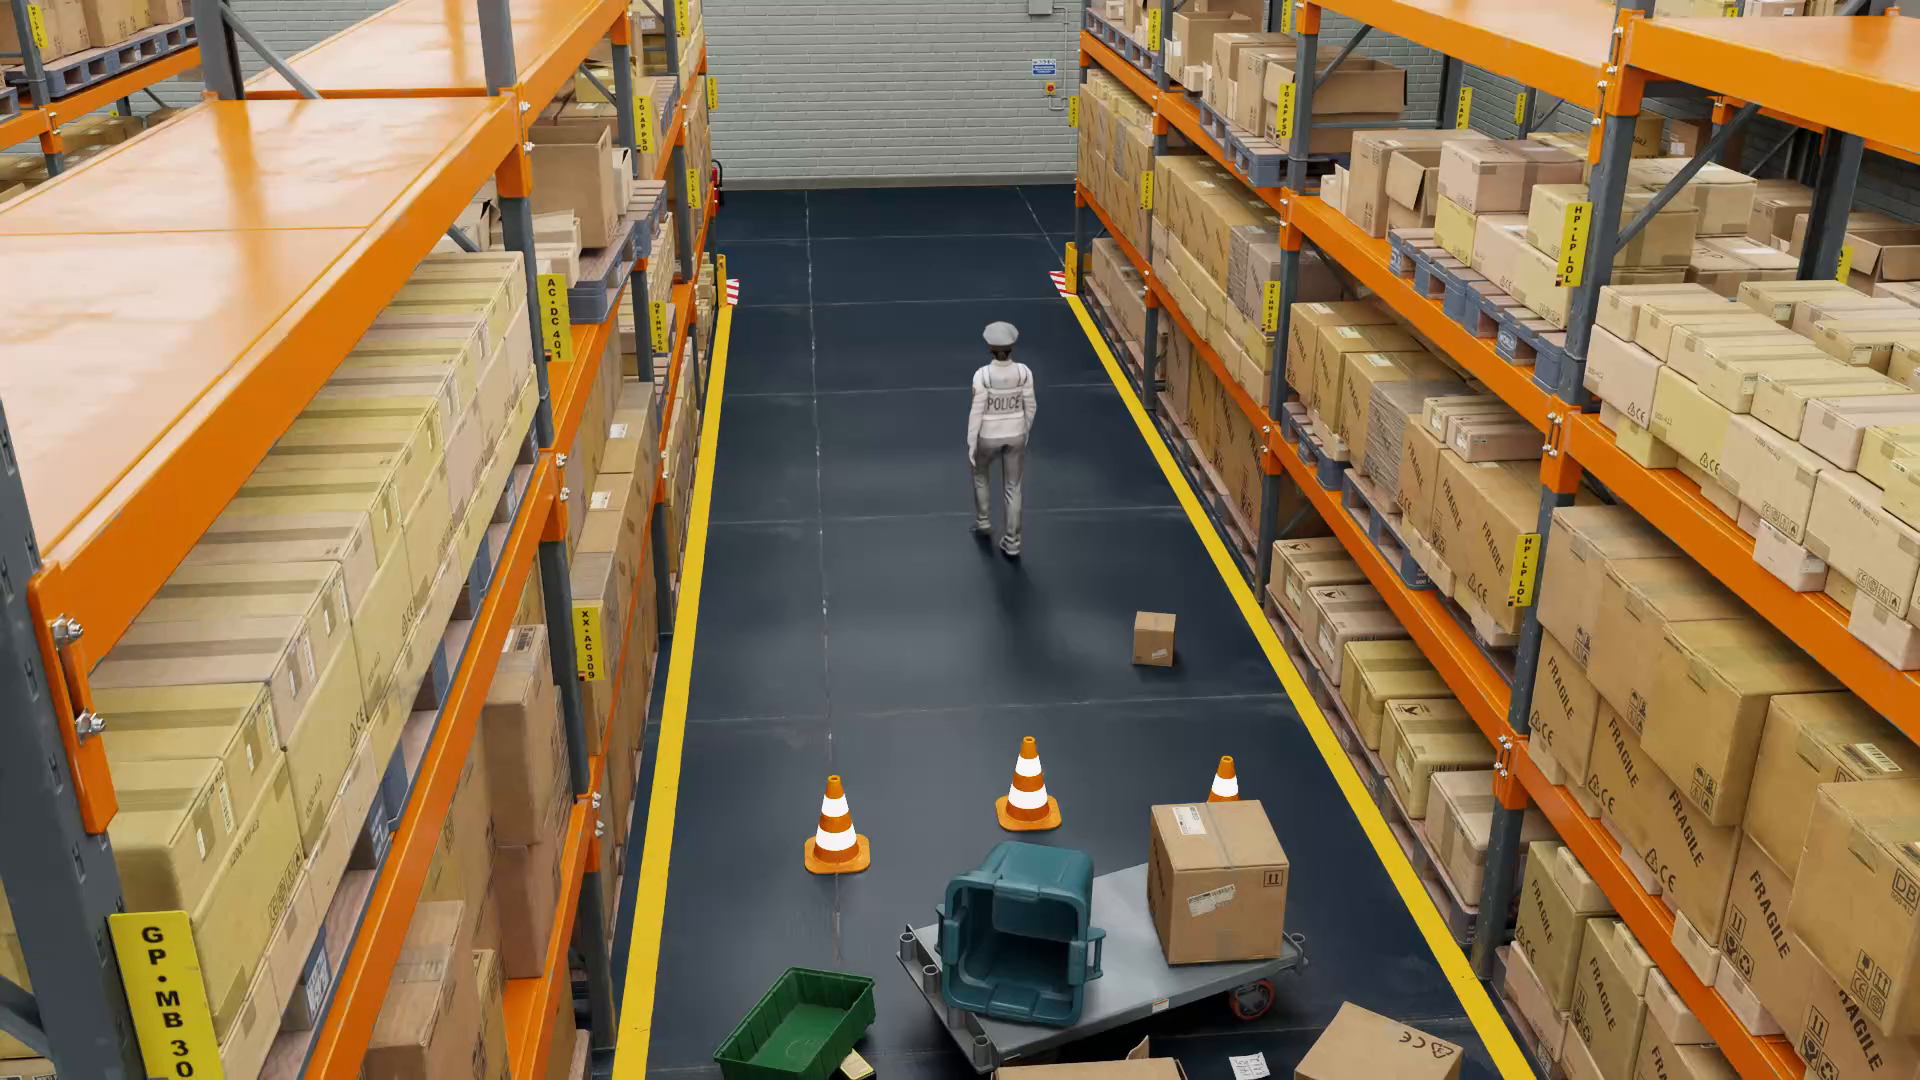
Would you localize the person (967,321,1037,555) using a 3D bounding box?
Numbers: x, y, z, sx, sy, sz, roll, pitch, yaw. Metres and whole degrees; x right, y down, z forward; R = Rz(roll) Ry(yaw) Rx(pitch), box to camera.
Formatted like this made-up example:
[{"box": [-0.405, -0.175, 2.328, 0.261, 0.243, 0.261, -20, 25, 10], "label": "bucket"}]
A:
[{"box": [0.284, -0.740, 11.960, 0.522, 1.724, 0.696, -4, 24, -8], "label": "person"}]
